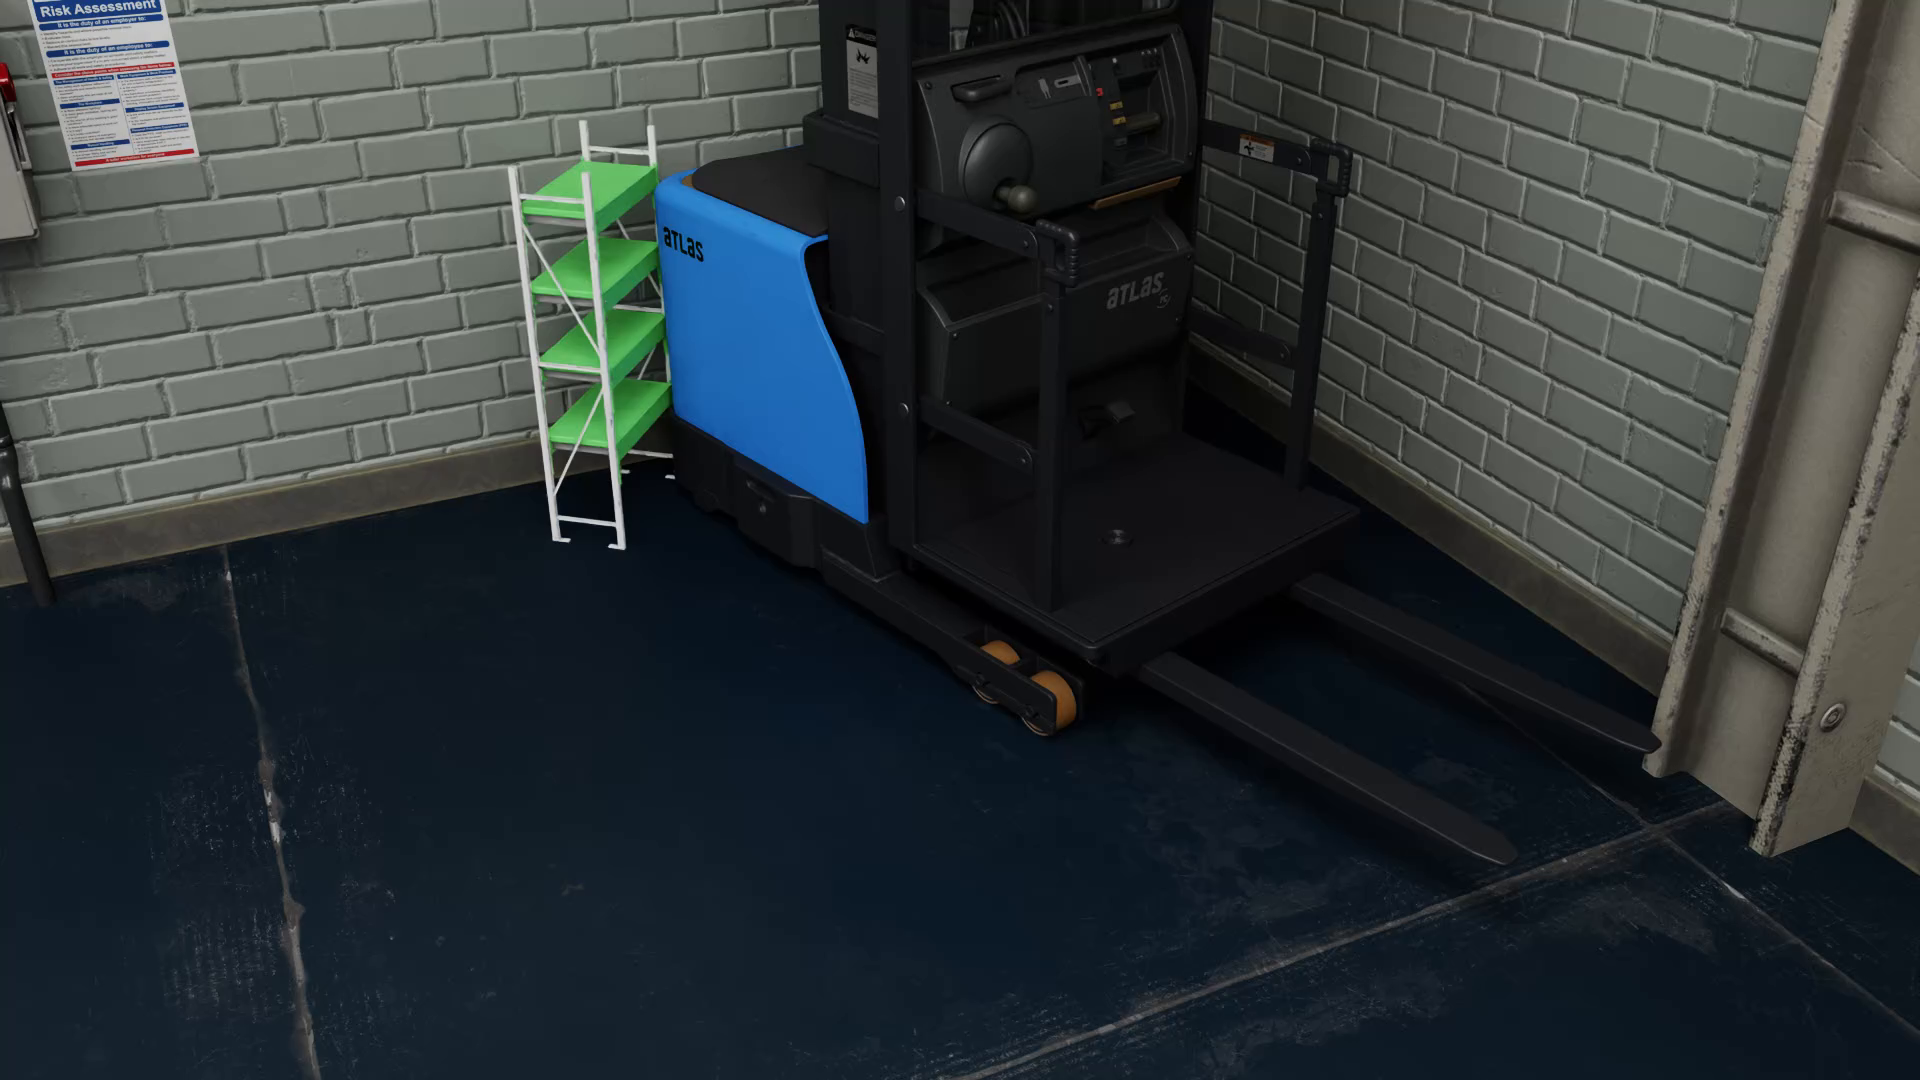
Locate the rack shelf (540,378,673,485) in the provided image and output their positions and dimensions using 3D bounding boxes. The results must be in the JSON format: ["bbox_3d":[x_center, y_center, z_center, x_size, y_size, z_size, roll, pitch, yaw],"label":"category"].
[{"bbox_3d":[-1.107,-0.361,5.284,0.258,0.148,0.480,7,30,10],"label":"rack shelf"}]

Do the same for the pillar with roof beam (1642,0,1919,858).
[{"bbox_3d":[-1.936,-2.392,0.315,9.100,9.000,0.400,-13,32,-22],"label":"pillar with roof beam"}]

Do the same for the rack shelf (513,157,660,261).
[{"bbox_3d":[-1.096,-0.988,4.929,0.258,0.148,0.480,7,30,10],"label":"rack shelf"}]

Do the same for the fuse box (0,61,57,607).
[{"bbox_3d":[-2.668,-0.555,4.491,0.539,1.711,0.414,-13,32,-22],"label":"fuse box"}]

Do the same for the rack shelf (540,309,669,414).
[{"bbox_3d":[-1.103,-0.570,5.165,0.258,0.148,0.480,7,30,10],"label":"rack shelf"}]

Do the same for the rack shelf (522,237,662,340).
[{"bbox_3d":[-1.099,-0.779,5.047,0.258,0.148,0.480,7,30,10],"label":"rack shelf"}]

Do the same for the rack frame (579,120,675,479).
[{"bbox_3d":[-1.050,-0.742,5.342,0.240,1.200,0.015,7,30,10],"label":"rack frame"}]

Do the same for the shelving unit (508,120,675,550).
[{"bbox_3d":[-1.102,-0.625,5.134,0.258,1.200,0.503,7,30,10],"label":"shelving unit"}]

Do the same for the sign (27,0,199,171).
[{"bbox_3d":[-2.311,-1.271,4.547,0.329,0.494,0.001,-13,32,-22],"label":"sign"}]

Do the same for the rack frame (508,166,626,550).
[{"bbox_3d":[-1.154,-0.509,4.926,0.240,1.200,0.015,7,30,10],"label":"rack frame"}]

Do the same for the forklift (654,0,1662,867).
[{"bbox_3d":[0.413,-1.050,4.126,1.130,2.935,3.031,-23,37,-35],"label":"forklift"}]
